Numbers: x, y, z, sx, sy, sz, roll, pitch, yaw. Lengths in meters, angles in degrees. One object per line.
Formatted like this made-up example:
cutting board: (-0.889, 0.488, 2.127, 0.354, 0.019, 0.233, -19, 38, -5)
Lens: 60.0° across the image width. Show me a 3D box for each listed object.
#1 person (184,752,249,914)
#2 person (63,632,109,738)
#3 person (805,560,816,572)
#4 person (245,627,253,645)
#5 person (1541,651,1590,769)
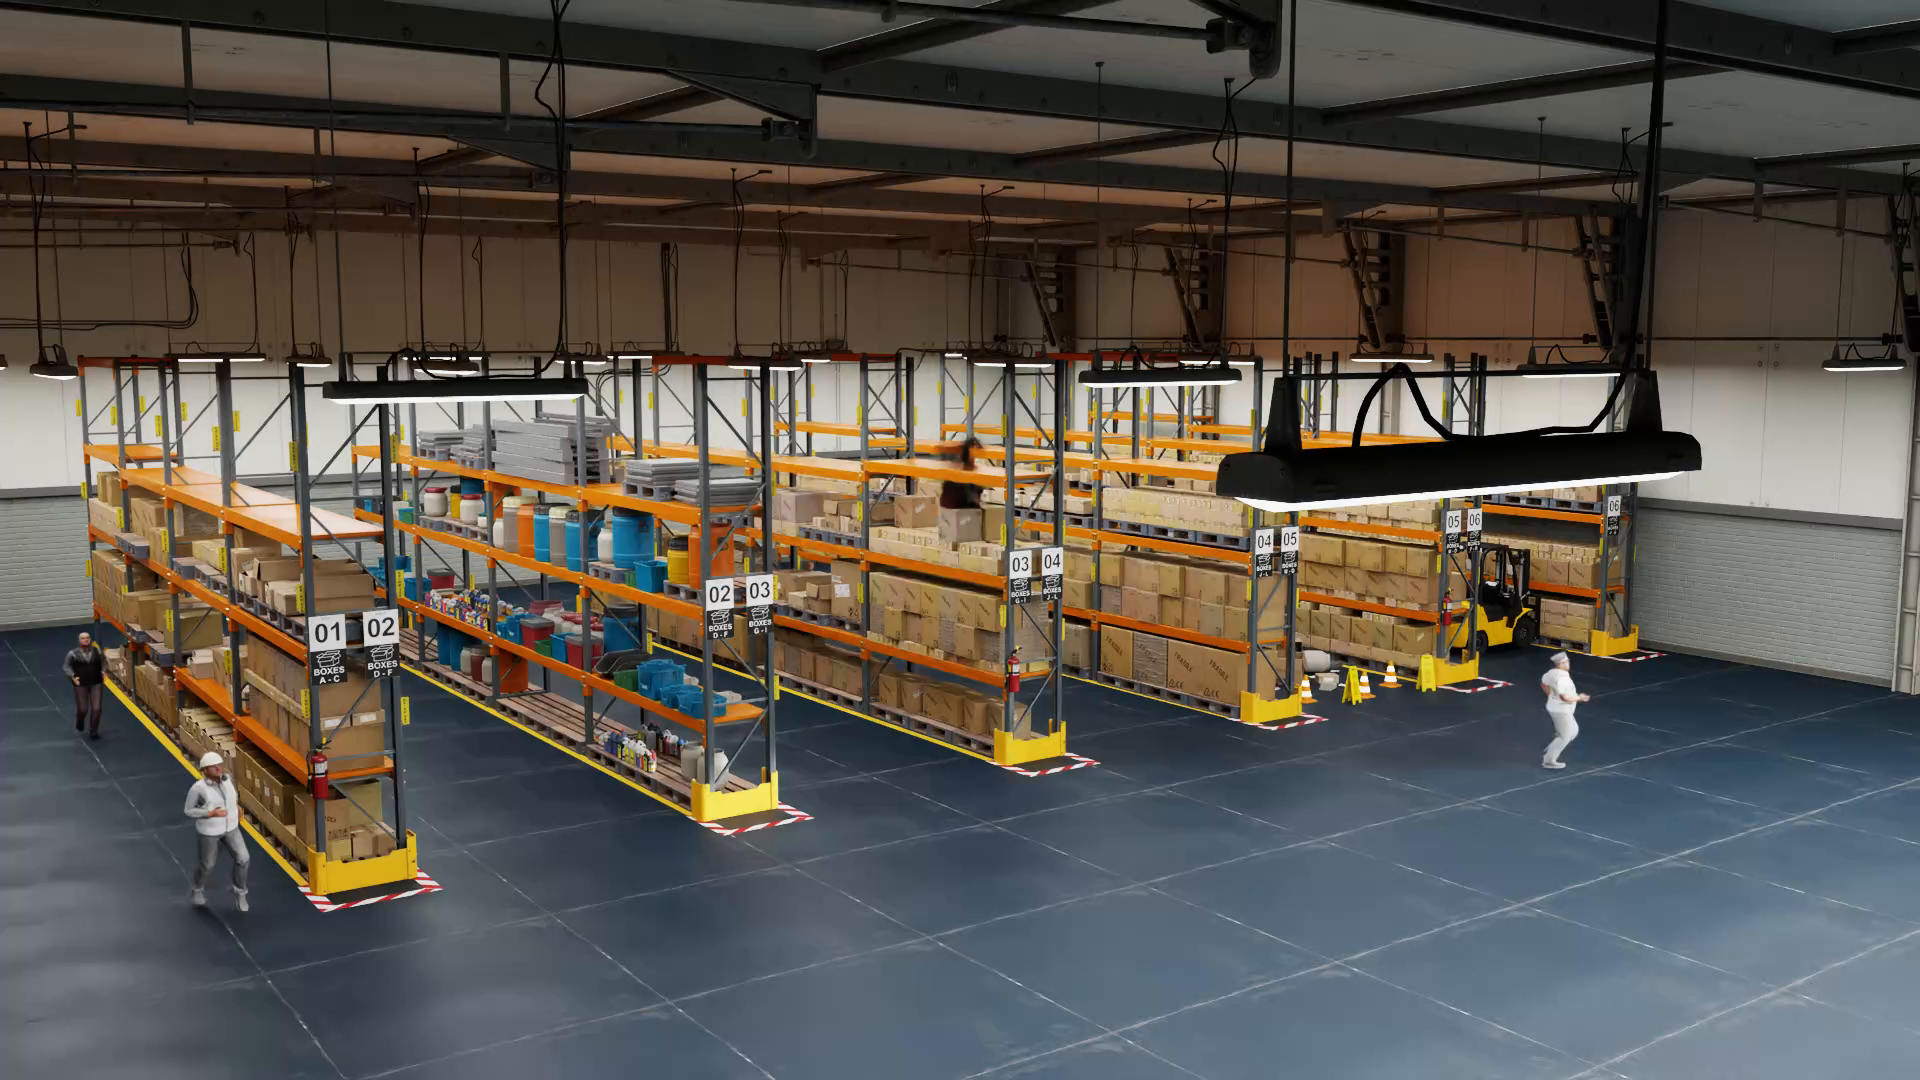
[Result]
person: (-8.256, 3.224, 18.397, 0.755, 1.828, 0.703, 5, 8, 34)
person: (-13.857, 2.301, 26.437, 0.657, 1.670, 0.607, -5, 9, -38)
person: (-3.208, 1.226, 35.550, 0.851, 1.605, 0.538, 7, 10, 44)
person: (-13.500, 1.640, 31.806, 0.966, 1.667, 0.550, 7, 10, 44)
person: (8.904, 2.504, 24.455, 0.621, 1.764, 0.648, 1, 7, 7)
